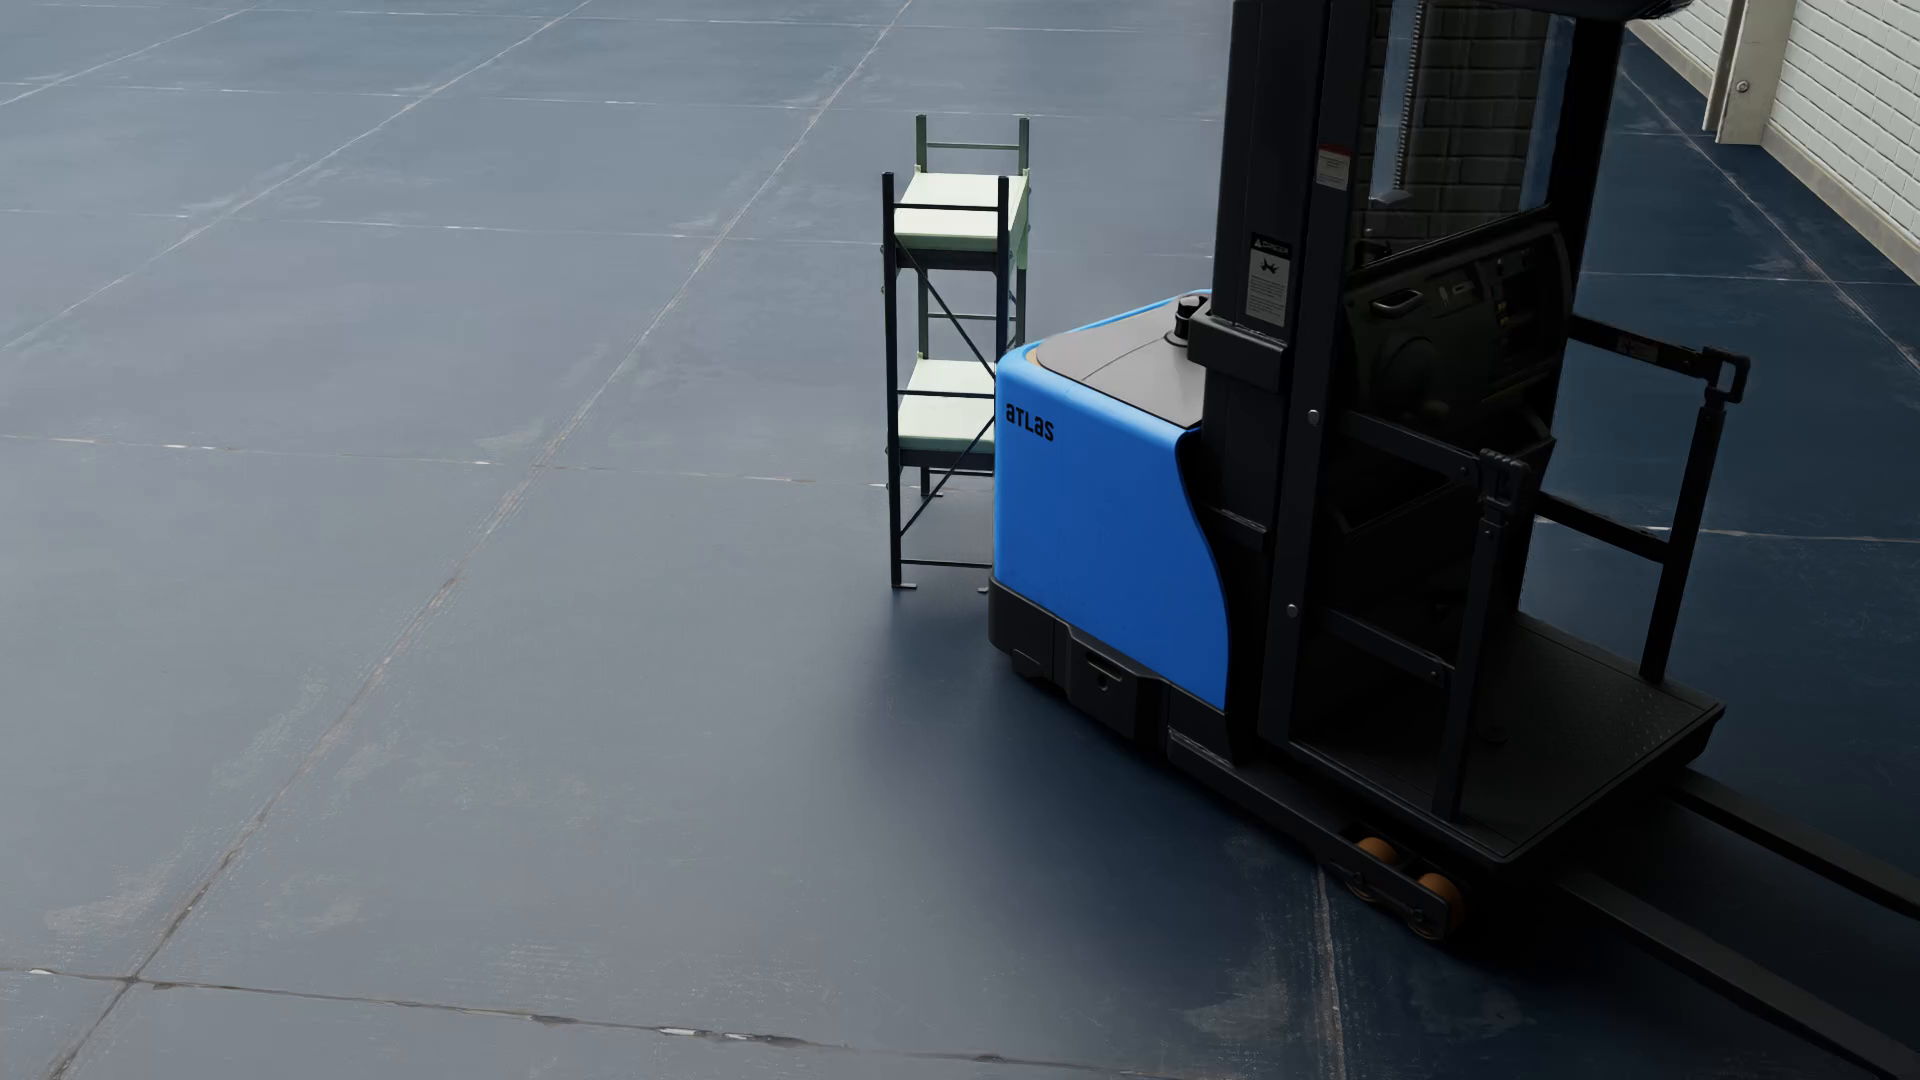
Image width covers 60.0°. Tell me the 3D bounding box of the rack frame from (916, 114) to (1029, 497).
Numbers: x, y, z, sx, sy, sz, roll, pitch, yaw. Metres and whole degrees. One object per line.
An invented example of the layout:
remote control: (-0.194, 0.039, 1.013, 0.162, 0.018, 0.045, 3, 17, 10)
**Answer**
rack frame: (0.044, -0.829, 6.208, 0.400, 1.500, 0.023, 3, 28, 6)

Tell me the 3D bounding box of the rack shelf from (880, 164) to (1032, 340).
rack shelf: (-0.001, -1.001, 5.703, 0.431, 0.370, 0.720, 3, 28, 6)

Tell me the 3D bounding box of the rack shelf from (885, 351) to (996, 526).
rack shelf: (-0.001, -0.370, 6.043, 0.431, 0.370, 0.720, 3, 28, 6)

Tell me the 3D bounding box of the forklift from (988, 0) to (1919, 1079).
forklift: (1.428, -0.524, 4.133, 1.130, 2.935, 3.031, -22, 35, -35)

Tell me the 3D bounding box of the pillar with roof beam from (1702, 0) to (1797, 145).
pillar with roof beam: (1.014, -6.972, 9.703, 9.100, 9.000, 0.400, 3, 28, 6)

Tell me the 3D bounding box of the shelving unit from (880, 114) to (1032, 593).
shelving unit: (-0.001, -0.657, 5.888, 0.431, 1.500, 0.755, 3, 28, 6)

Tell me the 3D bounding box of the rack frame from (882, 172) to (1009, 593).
rack frame: (-0.046, -0.485, 5.569, 0.400, 1.500, 0.023, 3, 28, 6)
